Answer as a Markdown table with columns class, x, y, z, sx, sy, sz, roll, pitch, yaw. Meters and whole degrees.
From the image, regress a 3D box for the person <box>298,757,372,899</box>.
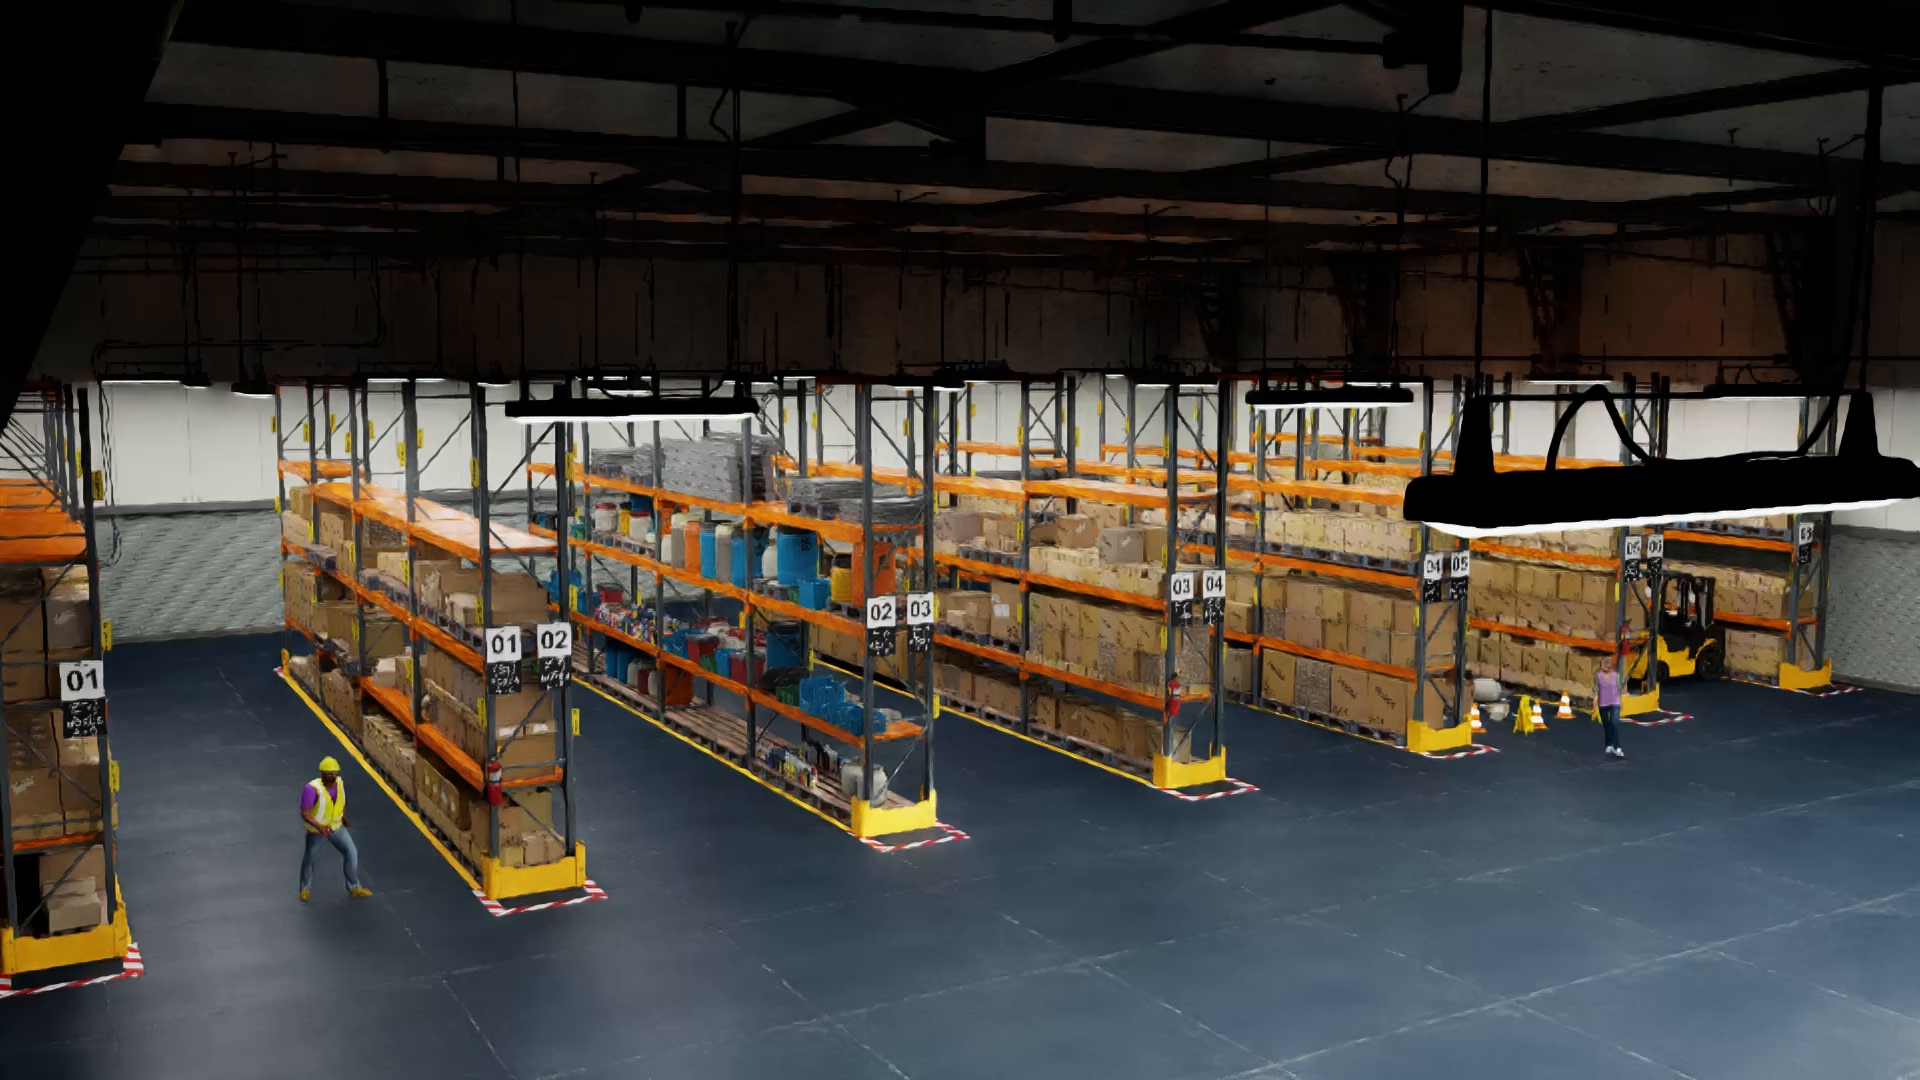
| class | x | y | z | sx | sy | sz | roll | pitch | yaw |
| --- | --- | --- | --- | --- | --- | --- | --- | --- | --- |
| person | -7.407 | 3.352 | 19.428 | 0.801 | 1.697 | 0.699 | 5 | 8 | 40 |

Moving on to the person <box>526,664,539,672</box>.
| class | x | y | z | sx | sy | sz | roll | pitch | yaw |
| --- | --- | --- | --- | --- | --- | --- | --- | --- | --- |
| person | -7.864 | 2.154 | 30.362 | 0.678 | 1.741 | 0.546 | -4 | 7 | -31 |

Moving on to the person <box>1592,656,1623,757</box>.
| class | x | y | z | sx | sy | sz | roll | pitch | yaw |
| --- | --- | --- | --- | --- | --- | --- | --- | --- | --- |
| person | 10.375 | 2.629 | 26.561 | 0.520 | 1.582 | 0.455 | 4 | 7 | 30 |
